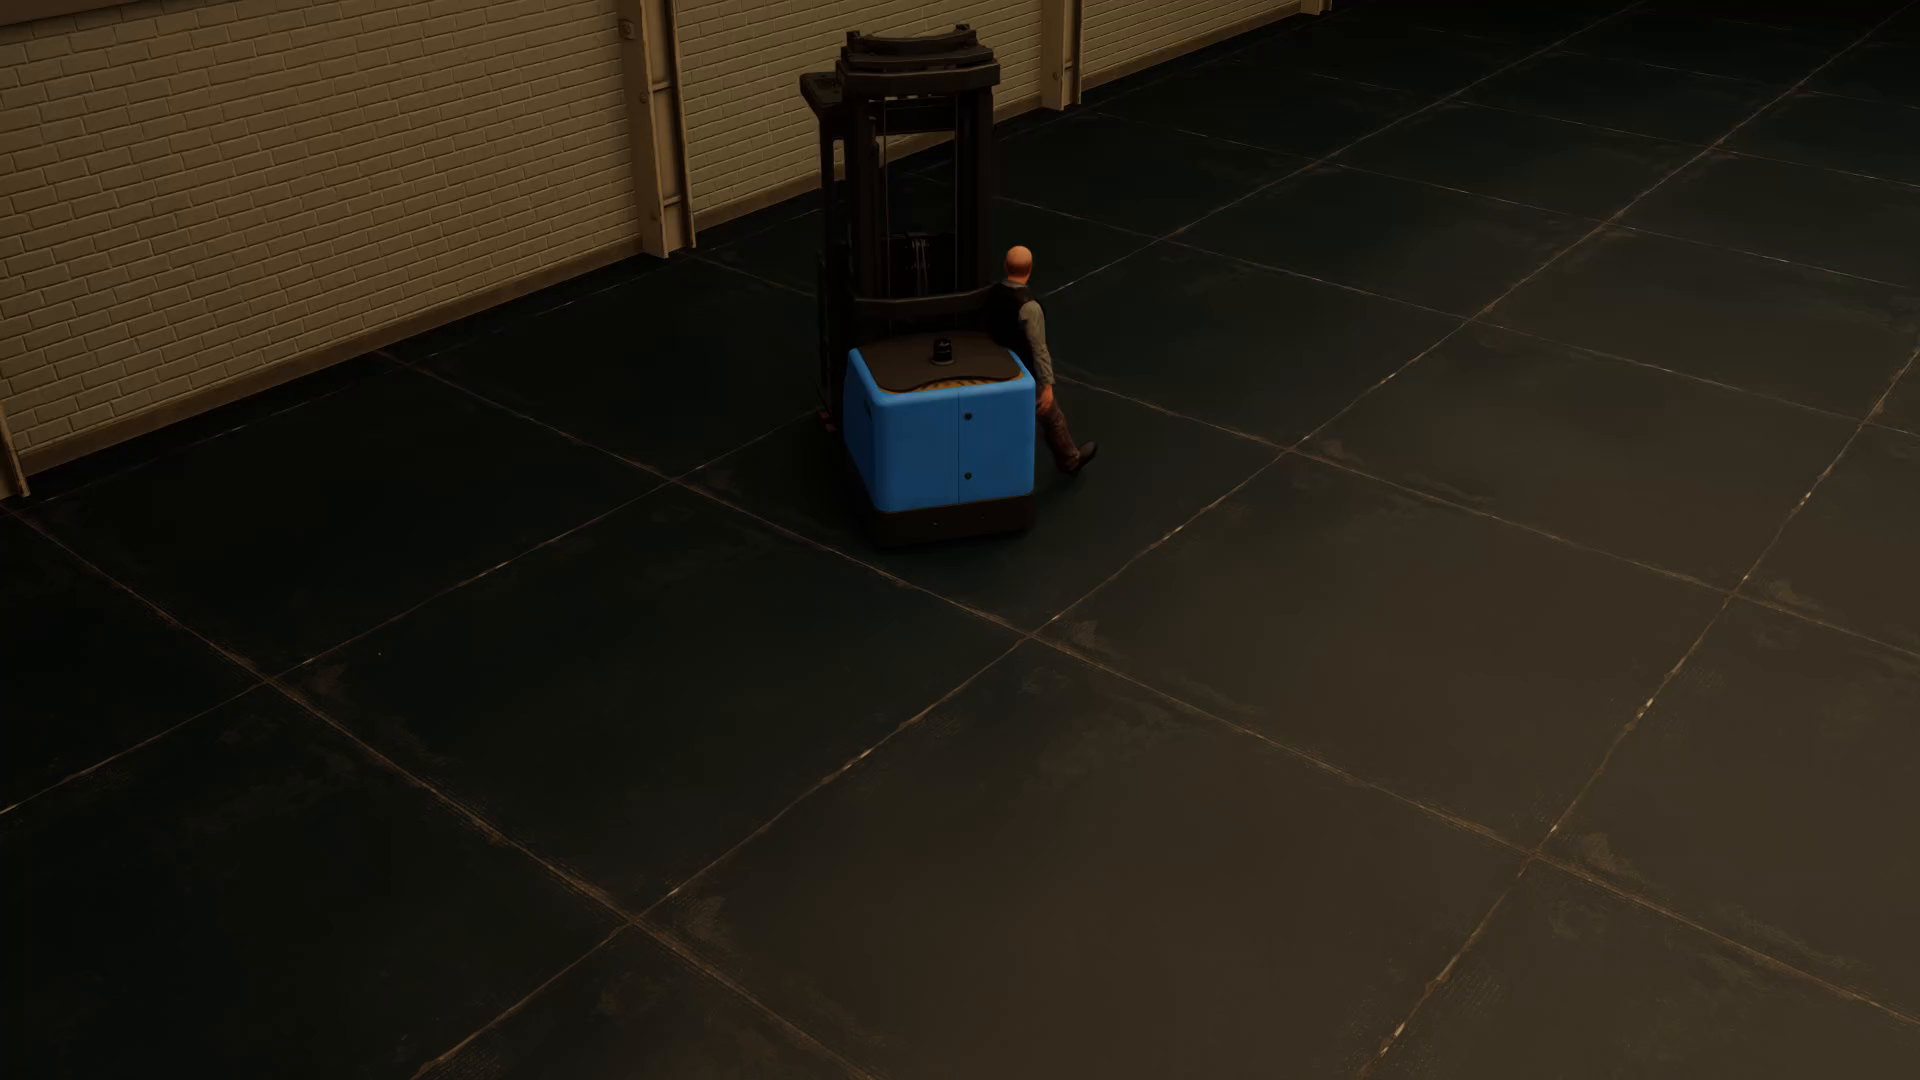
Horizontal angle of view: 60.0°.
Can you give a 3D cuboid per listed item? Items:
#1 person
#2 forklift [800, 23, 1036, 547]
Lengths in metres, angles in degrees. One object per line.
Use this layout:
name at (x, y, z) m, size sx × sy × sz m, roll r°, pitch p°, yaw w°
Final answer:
person at (0.476, -1.094, 10.766) m, size 0.915 × 1.687 × 0.718 m, roll -24°, pitch 38°, yaw -35°
forklift at (-0.396, -1.956, 10.942) m, size 1.130 × 2.935 × 3.031 m, roll -8°, pitch 31°, yaw -13°
